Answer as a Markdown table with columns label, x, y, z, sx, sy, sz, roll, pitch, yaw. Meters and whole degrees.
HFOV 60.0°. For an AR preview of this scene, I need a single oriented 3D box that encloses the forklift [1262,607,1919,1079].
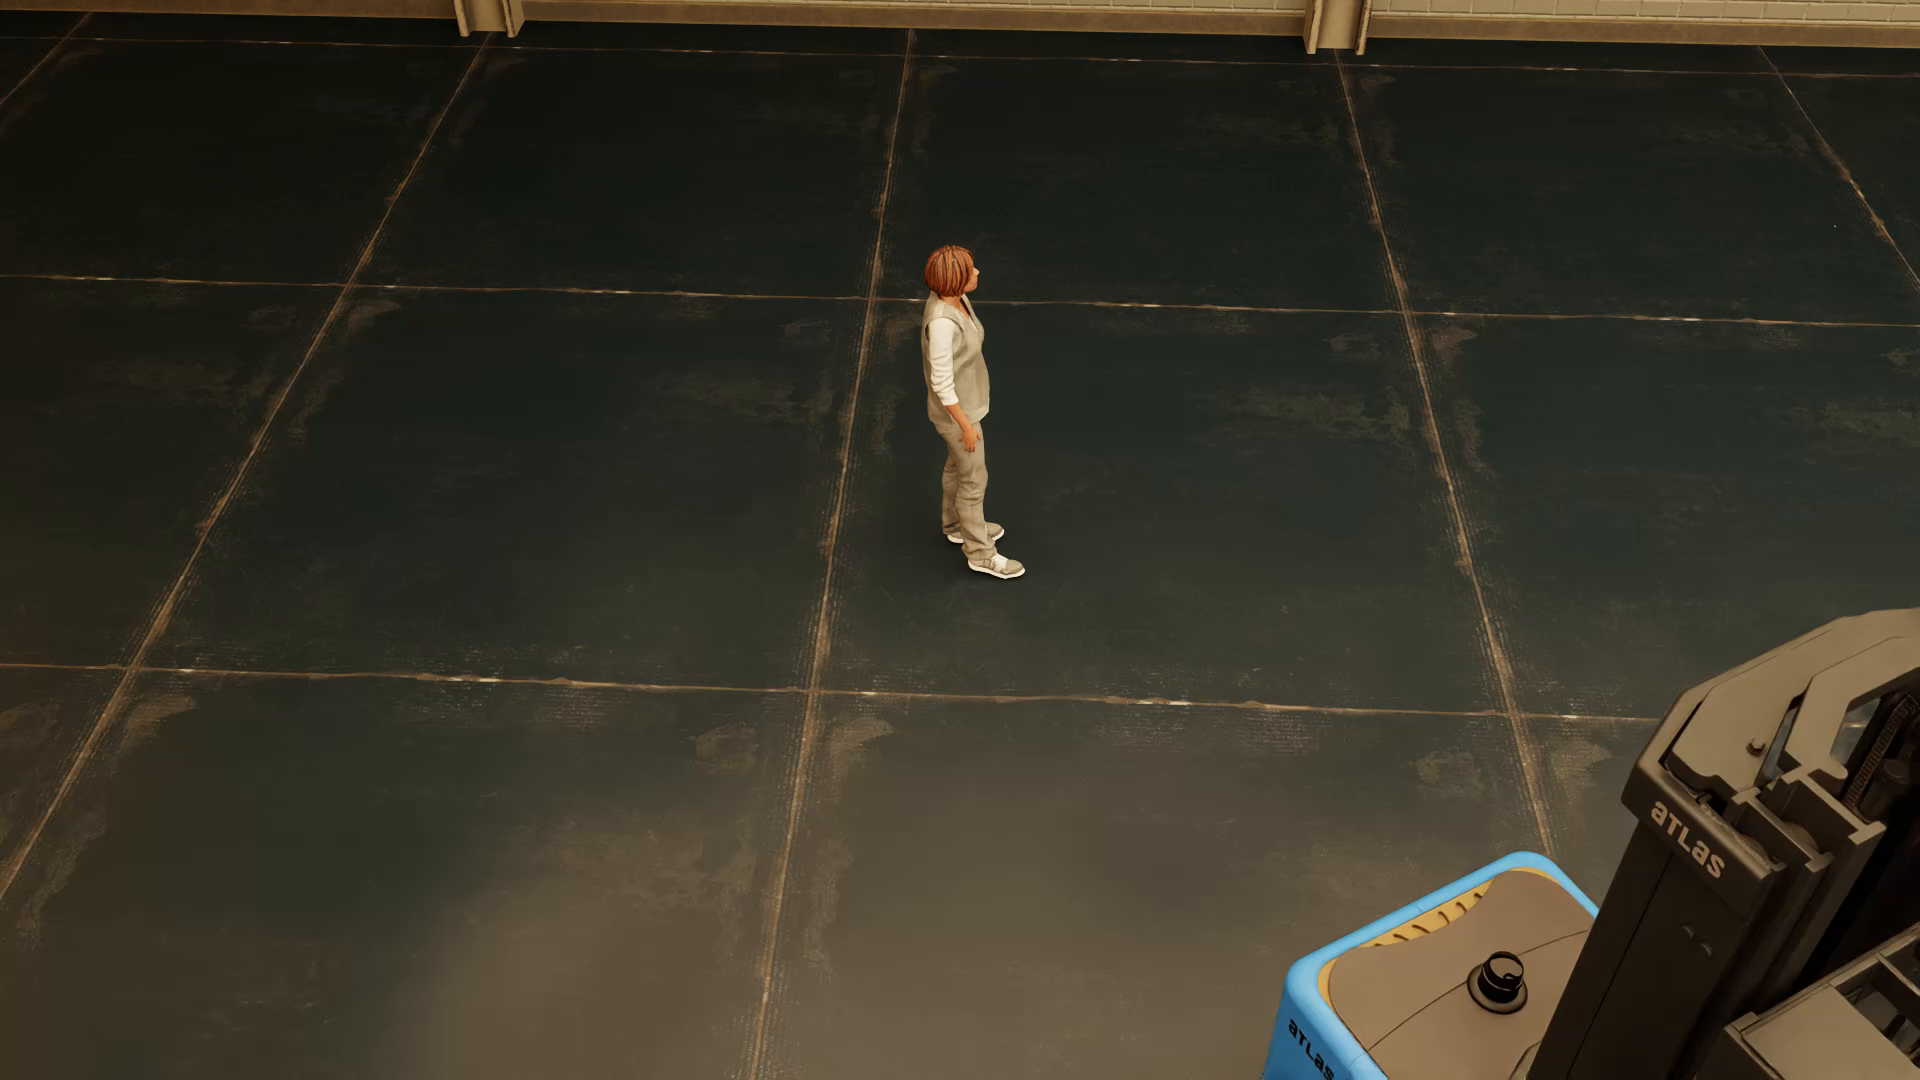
| label | x | y | z | sx | sy | sz | roll | pitch | yaw |
| --- | --- | --- | --- | --- | --- | --- | --- | --- | --- |
| forklift | 2.090 | 1.705 | 3.874 | 1.130 | 2.935 | 3.031 | -20 | 46 | -20 |

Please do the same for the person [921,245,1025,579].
| label | x | y | z | sx | sy | sz | roll | pitch | yaw |
| --- | --- | --- | --- | --- | --- | --- | --- | --- | --- |
| person | 0.073 | -0.583 | 7.360 | 0.475 | 1.597 | 0.520 | 2 | 42 | 2 |
